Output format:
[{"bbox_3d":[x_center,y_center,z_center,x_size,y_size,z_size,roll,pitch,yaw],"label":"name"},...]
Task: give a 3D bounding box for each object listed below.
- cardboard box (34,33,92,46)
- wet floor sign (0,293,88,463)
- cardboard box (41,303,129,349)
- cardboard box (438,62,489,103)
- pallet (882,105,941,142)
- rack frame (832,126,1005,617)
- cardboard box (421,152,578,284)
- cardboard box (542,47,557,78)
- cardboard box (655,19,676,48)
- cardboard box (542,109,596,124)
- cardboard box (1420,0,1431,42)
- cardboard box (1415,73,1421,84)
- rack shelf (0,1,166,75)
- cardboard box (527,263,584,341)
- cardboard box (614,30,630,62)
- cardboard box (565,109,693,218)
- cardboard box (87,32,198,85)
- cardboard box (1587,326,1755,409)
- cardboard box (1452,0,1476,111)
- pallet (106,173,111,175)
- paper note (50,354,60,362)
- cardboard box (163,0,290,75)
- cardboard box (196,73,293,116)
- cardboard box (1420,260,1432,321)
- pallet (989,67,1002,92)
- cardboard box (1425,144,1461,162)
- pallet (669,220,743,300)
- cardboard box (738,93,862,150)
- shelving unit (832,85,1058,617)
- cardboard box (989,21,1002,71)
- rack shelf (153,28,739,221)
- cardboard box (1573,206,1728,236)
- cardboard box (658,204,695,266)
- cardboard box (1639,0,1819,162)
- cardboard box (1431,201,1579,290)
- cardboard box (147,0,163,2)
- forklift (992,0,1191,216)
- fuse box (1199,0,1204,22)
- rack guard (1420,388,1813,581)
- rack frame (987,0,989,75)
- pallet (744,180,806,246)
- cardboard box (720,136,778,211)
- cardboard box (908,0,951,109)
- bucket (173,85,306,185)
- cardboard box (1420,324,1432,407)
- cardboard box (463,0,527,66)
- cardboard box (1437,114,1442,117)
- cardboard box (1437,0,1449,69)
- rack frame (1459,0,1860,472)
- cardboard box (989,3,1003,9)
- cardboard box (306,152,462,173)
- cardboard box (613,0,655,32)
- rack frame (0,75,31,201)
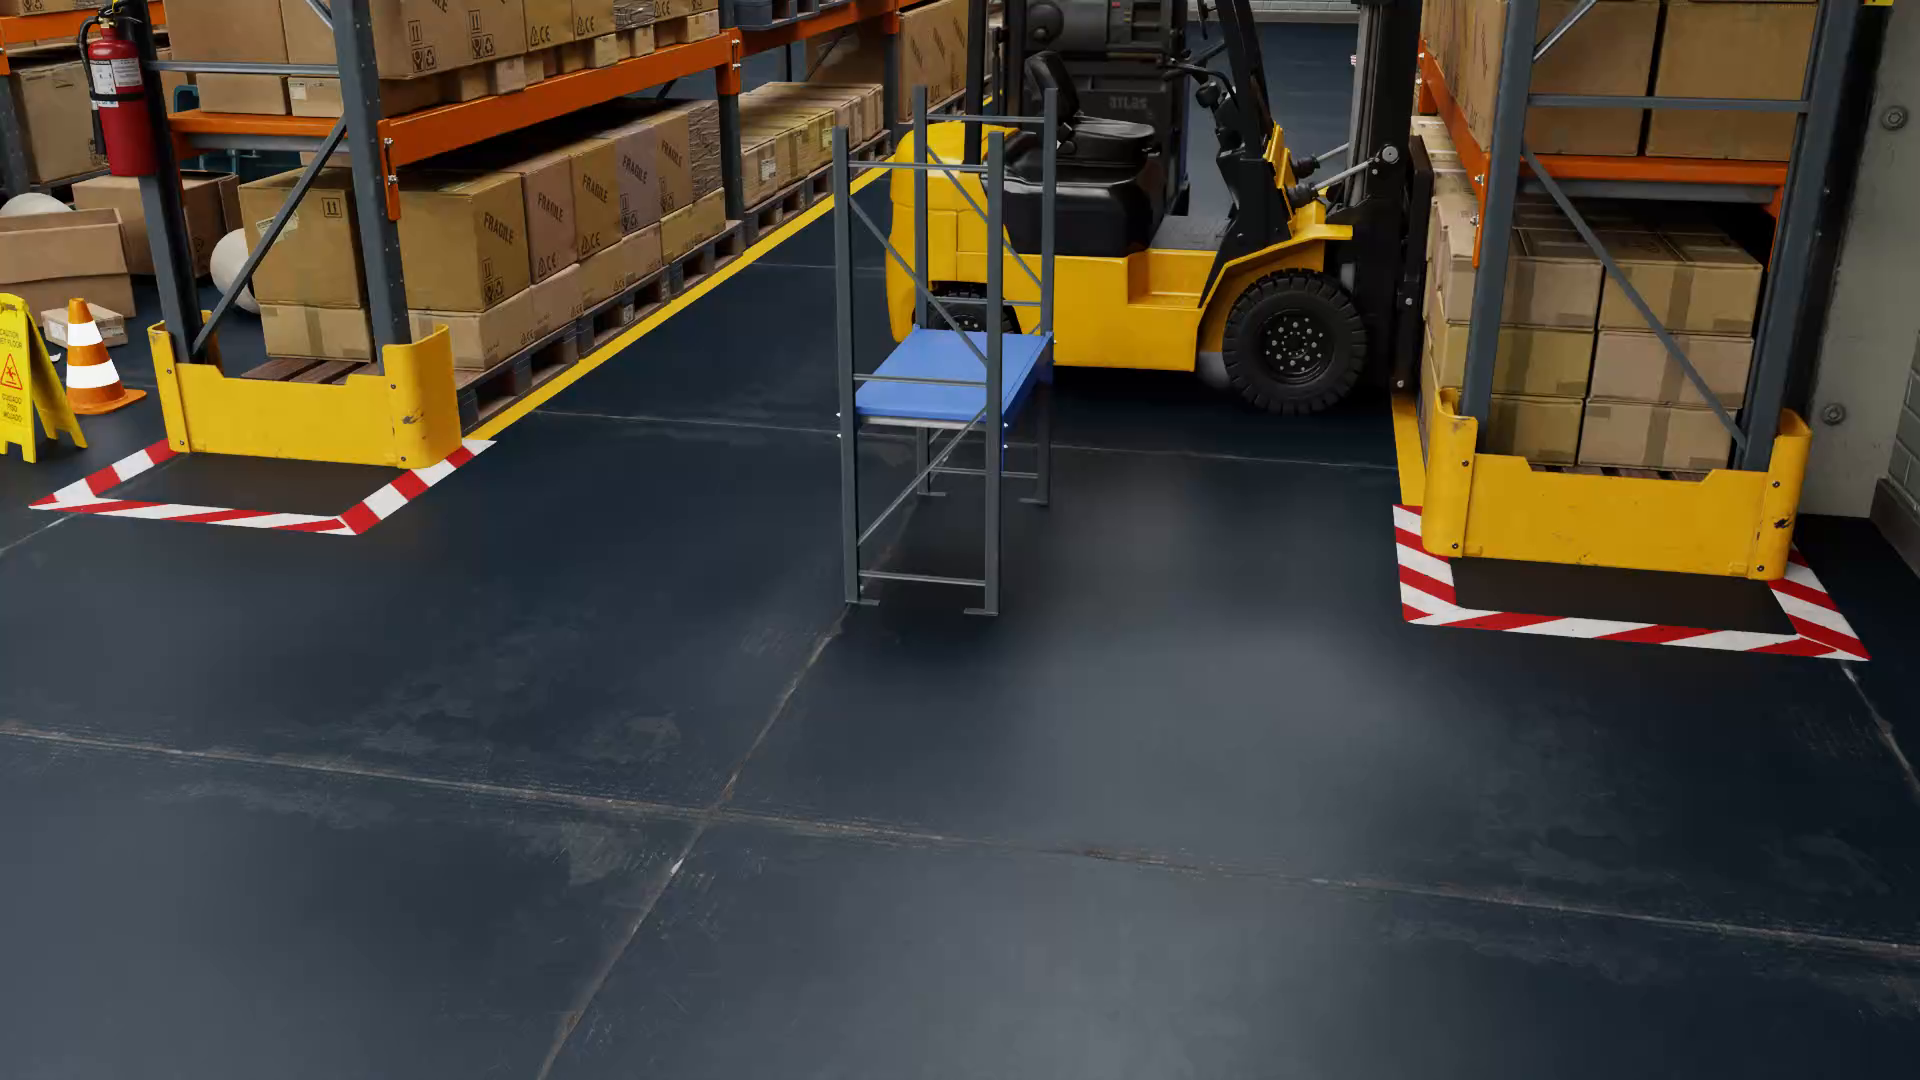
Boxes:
[{"bbox_3d":[-10.193,-5.536,17.867,1.225,0.875,0.875,4,22,9],"label":"cardboard box"},{"bbox_3d":[-3.734,-0.666,6.643,0.267,0.644,0.232,13,25,29],"label":"wet floor sign"},{"bbox_3d":[-4.358,-1.056,8.277,0.380,0.149,0.250,18,28,38],"label":"cardboard box"},{"bbox_3d":[-2.204,-1.922,6.946,0.380,0.149,0.250,4,22,9],"label":"cardboard box"},{"bbox_3d":[-0.780,-3.660,14.660,1.003,0.211,1.213,4,22,11],"label":"pallet"},{"bbox_3d":[-0.121,-0.479,5.034,0.500,1.500,0.032,4,22,11],"label":"rack frame"},{"bbox_3d":[-2.105,-1.487,7.645,0.500,0.500,0.500,4,22,9],"label":"cardboard box"},{"bbox_3d":[-2.092,-2.210,7.661,0.380,0.149,0.250,5,23,13],"label":"cardboard box"},{"bbox_3d":[-1.772,-2.770,9.052,0.380,0.149,0.250,5,22,11],"label":"cardboard box"},{"bbox_3d":[-2.314,-2.084,9.127,0.500,0.500,0.500,5,23,13],"label":"cardboard box"},{"bbox_3d":[2.876,-2.966,9.404,0.500,0.250,0.500,5,22,12],"label":"cardboard box"},{"bbox_3d":[3.579,-2.921,11.708,0.875,0.625,0.625,5,23,13],"label":"cardboard box"},{"bbox_3d":[-6.290,-3.947,12.601,1.077,0.370,4.000,4,22,11],"label":"rack shelf"},{"bbox_3d":[-2.100,-1.125,7.750,0.500,0.250,0.500,5,23,13],"label":"cardboard box"},{"bbox_3d":[-1.884,-2.488,8.352,0.380,0.149,0.250,4,22,10],"label":"cardboard box"},{"bbox_3d":[-1.791,-2.053,9.050,0.500,0.500,0.500,5,22,12],"label":"cardboard box"},{"bbox_3d":[-6.269,-3.627,13.294,1.050,0.750,0.750,5,22,12],"label":"cardboard box"},{"bbox_3d":[2.512,-0.676,5.966,0.500,0.250,0.500,5,22,12],"label":"cardboard box"},{"bbox_3d":[2.275,-1.991,6.649,0.500,0.500,0.500,4,22,10],"label":"cardboard box"},{"bbox_3d":[-6.367,-2.991,12.997,1.003,0.211,1.213,4,22,11],"label":"pallet"},{"bbox_3d":[-4.403,-0.866,7.963,0.148,0.019,0.142,-3,22,-8],"label":"paper note"},{"bbox_3d":[-2.806,-2.149,6.643,0.500,0.500,0.500,4,22,10],"label":"cardboard box"},{"bbox_3d":[-2.780,-1.782,6.600,0.380,0.149,0.250,5,23,13],"label":"cardboard box"},{"bbox_3d":[2.204,-1.095,7.006,0.500,0.250,0.500,4,22,10],"label":"cardboard box"},{"bbox_3d":[0.033,-5.113,18.266,1.003,0.211,1.213,4,22,11],"label":"pallet"},{"bbox_3d":[2.418,-1.693,7.821,0.500,0.250,0.500,5,23,13],"label":"cardboard box"},{"bbox_3d":[-1.934,-1.667,9.709,1.003,0.211,1.213,4,22,11],"label":"pallet"},{"bbox_3d":[-1.283,-3.171,12.667,0.950,0.372,0.625,4,22,10],"label":"cardboard box"},{"bbox_3d":[-0.017,-0.665,5.496,0.538,1.500,1.048,4,22,11],"label":"shelving unit"},{"bbox_3d":[0.034,-5.362,18.020,0.875,0.438,0.875,4,22,10],"label":"cardboard box"},{"bbox_3d":[-2.239,-2.143,8.123,1.077,0.370,4.000,4,22,11],"label":"rack shelf"},{"bbox_3d":[2.594,-1.096,6.340,0.500,0.250,0.500,4,22,11],"label":"cardboard box"},{"bbox_3d":[-1.787,-1.696,9.167,0.500,0.250,0.500,4,22,9],"label":"cardboard box"},{"bbox_3d":[2.586,-1.575,5.615,0.500,0.500,0.500,5,23,13],"label":"cardboard box"},{"bbox_3d":[2.100,-1.131,6.427,0.500,0.250,0.500,5,22,12],"label":"cardboard box"},{"bbox_3d":[-6.120,-4.134,11.970,0.500,0.500,0.500,4,22,11],"label":"cardboard box"},{"bbox_3d":[0.743,-3.062,9.534,1.130,2.935,3.031,4,22,10],"label":"forklift"},{"bbox_3d":[3.772,-8.850,25.537,0.539,1.711,0.414,4,22,11],"label":"fuse box"},{"bbox_3d":[2.208,-0.200,5.682,1.175,0.500,0.348,4,22,11],"label":"rack guard"},{"bbox_3d":[-0.199,-6.134,17.070,1.000,3.000,0.127,4,22,11],"label":"rack frame"},{"bbox_3d":[-1.674,-2.200,11.033,1.003,0.211,1.213,4,22,11],"label":"pallet"},{"bbox_3d":[-1.727,-2.376,10.694,0.950,0.372,0.625,5,22,12],"label":"cardboard box"},{"bbox_3d":[-0.607,-4.453,15.176,0.875,0.875,0.875,5,22,12],"label":"cardboard box"},{"bbox_3d":[-4.468,-2.510,10.418,0.726,0.611,0.620,13,15,29],"label":"bucket"},{"bbox_3d":[2.110,-0.665,6.608,0.500,0.250,0.500,4,22,11],"label":"cardboard box"},{"bbox_3d":[-2.177,-2.272,6.947,0.500,0.500,0.500,5,23,13],"label":"cardboard box"},{"bbox_3d":[3.124,-2.116,9.710,0.875,0.625,0.625,5,23,13],"label":"cardboard box"},{"bbox_3d":[2.593,-2.544,8.021,0.500,0.500,0.500,5,22,12],"label":"cardboard box"},{"bbox_3d":[2.213,-1.369,5.237,1.000,3.000,0.127,4,22,11],"label":"rack frame"},{"bbox_3d":[0.581,-6.354,20.484,0.875,0.438,0.875,4,22,9],"label":"cardboard box"},{"bbox_3d":[-2.636,-1.517,7.719,0.500,0.500,0.500,5,23,13],"label":"cardboard box"},{"bbox_3d":[-1.878,-2.833,8.339,0.500,0.500,0.500,5,22,12],"label":"cardboard box"},{"bbox_3d":[-6.698,-3.549,10.650,1.000,3.000,0.127,4,22,11],"label":"rack frame"}]
